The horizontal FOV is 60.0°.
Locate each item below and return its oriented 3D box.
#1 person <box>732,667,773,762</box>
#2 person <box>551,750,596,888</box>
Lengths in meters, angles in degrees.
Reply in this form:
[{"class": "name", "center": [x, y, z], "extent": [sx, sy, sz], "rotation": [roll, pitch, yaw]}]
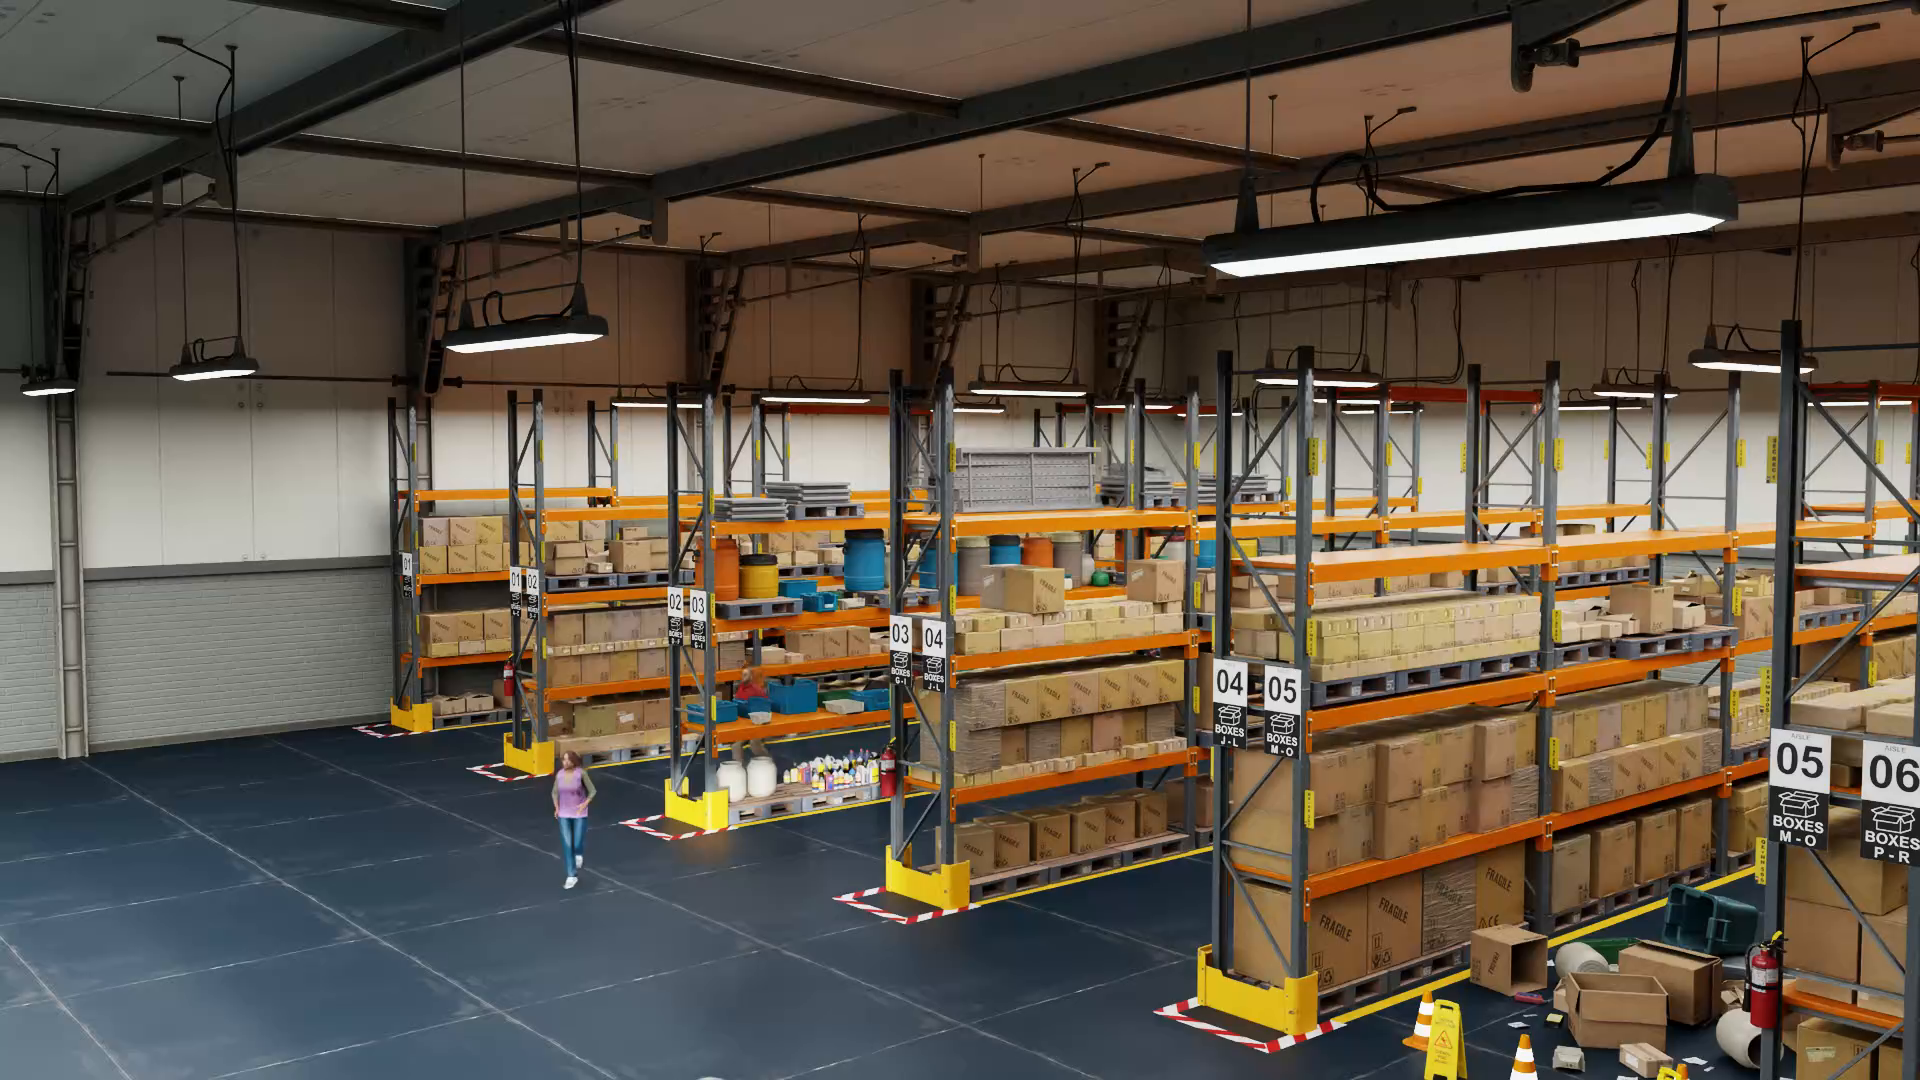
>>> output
[{"class": "person", "center": [-3.208, 2.805, 25.336], "extent": [0.665, 1.746, 0.899], "rotation": [3, 4, 39]}, {"class": "person", "center": [-4.547, 3.255, 19.554], "extent": [0.535, 1.570, 0.616], "rotation": [0, 3, 0]}]
